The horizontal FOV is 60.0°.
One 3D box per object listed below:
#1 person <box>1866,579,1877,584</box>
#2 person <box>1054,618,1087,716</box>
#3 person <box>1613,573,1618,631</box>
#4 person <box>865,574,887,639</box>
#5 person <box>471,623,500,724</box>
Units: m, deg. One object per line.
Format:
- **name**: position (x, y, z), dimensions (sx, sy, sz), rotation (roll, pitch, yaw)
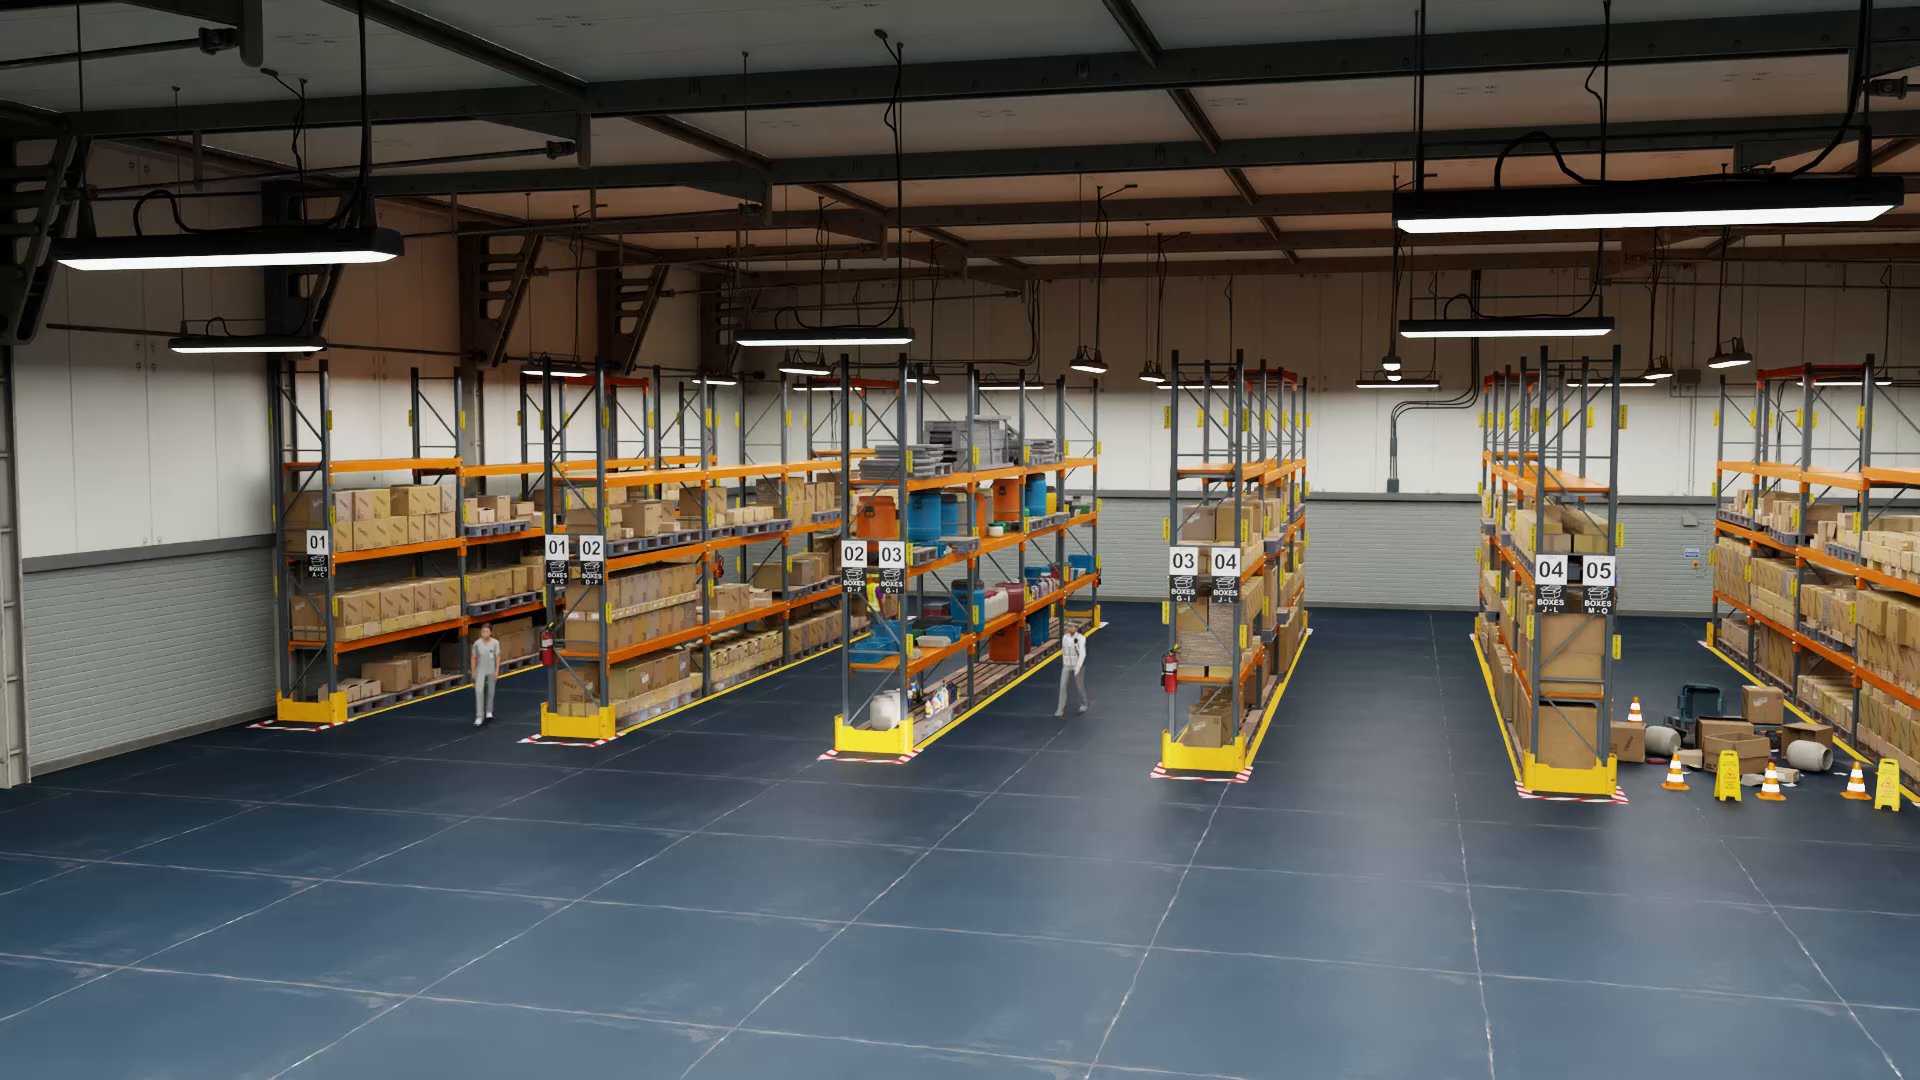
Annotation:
- **person**: position (21.493, 1.273, 39.357), dimensions (0.707, 1.763, 0.579), rotation (0, 4, -3)
- **person**: position (1.895, 2.138, 28.162), dimensions (0.501, 1.630, 0.948), rotation (2, 5, 28)
- **person**: position (15.349, 1.401, 39.356), dimensions (0.457, 1.584, 0.482), rotation (-1, 4, -9)
- **person**: position (-1.844, 1.551, 35.821), dimensions (0.497, 1.769, 0.607), rotation (-3, 5, -37)
- **person**: position (-7.841, 2.186, 27.512), dimensions (0.479, 1.618, 0.974), rotation (-2, 4, -22)
